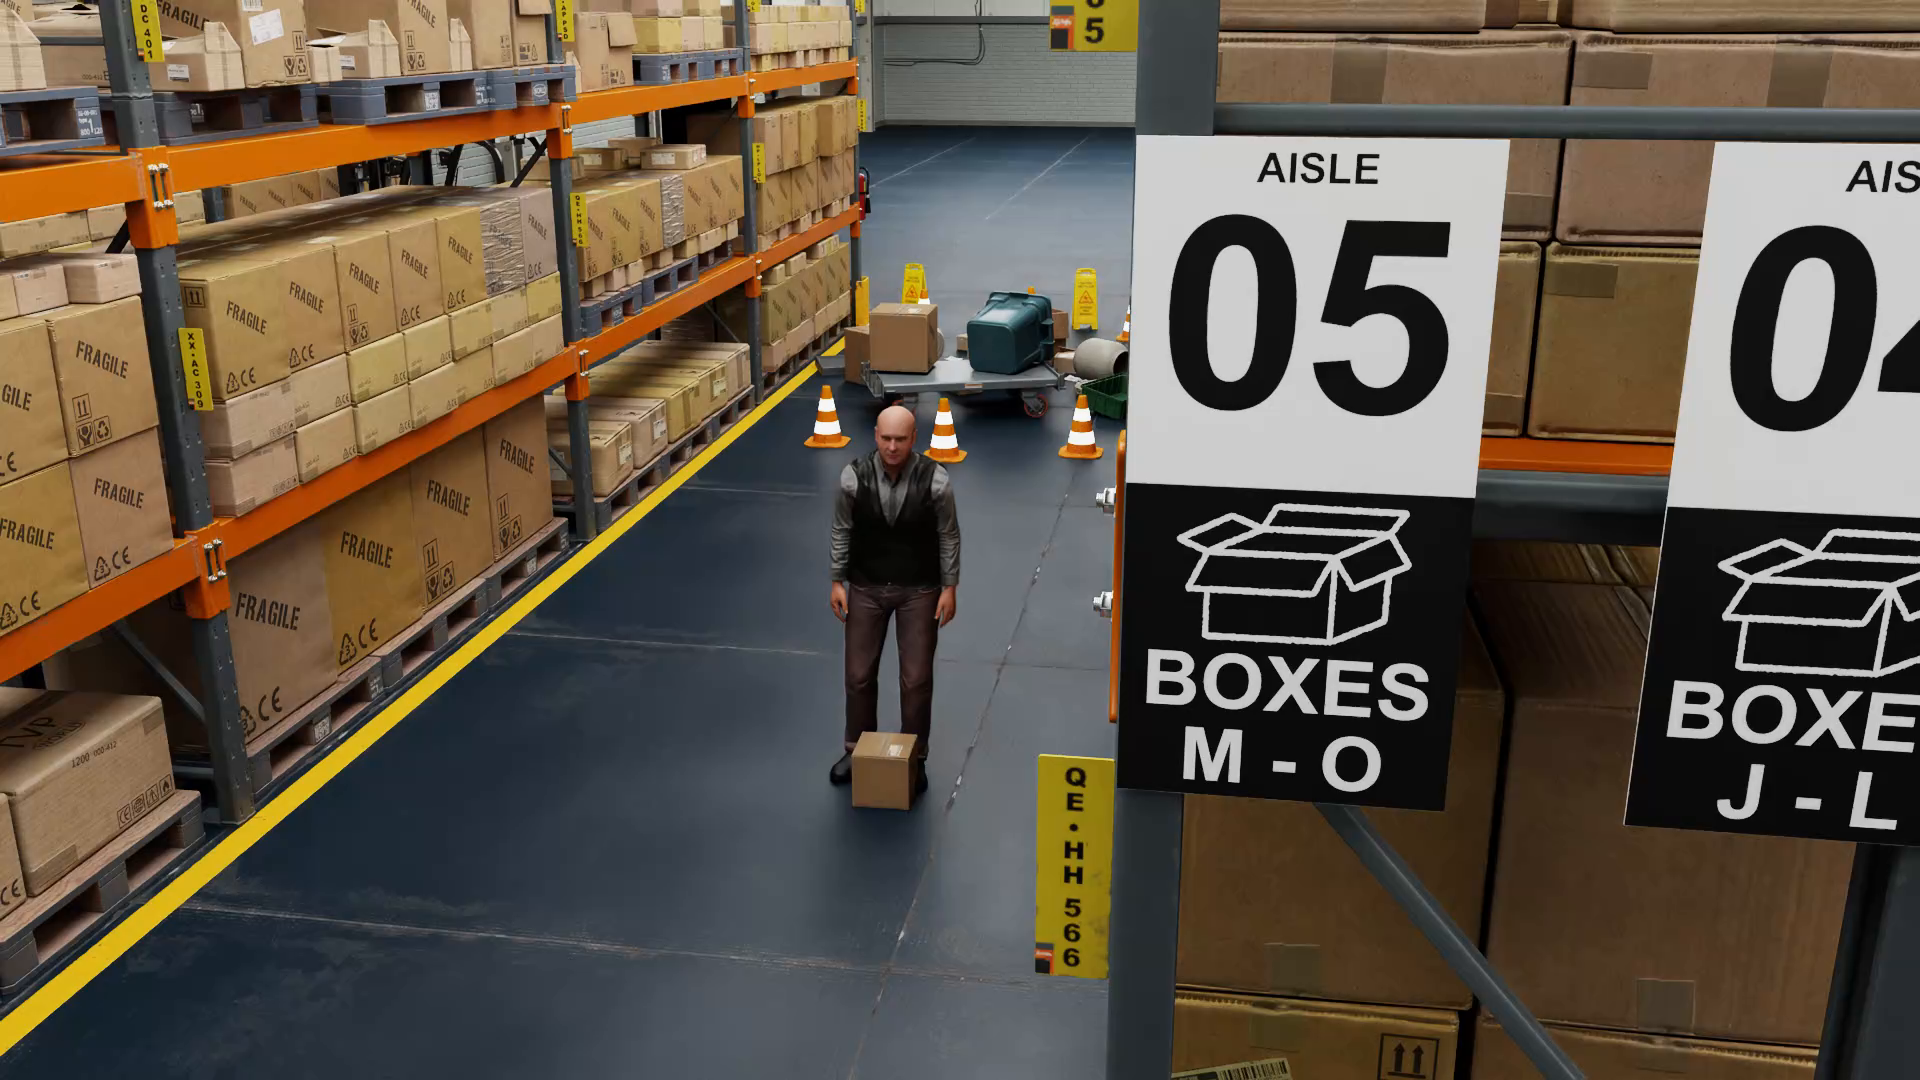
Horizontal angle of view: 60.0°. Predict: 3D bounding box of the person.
[{"bbox_3d":[-0.291,0.239,7.349,0.583,1.719,0.475,2,18,6],"label":"person"}]
